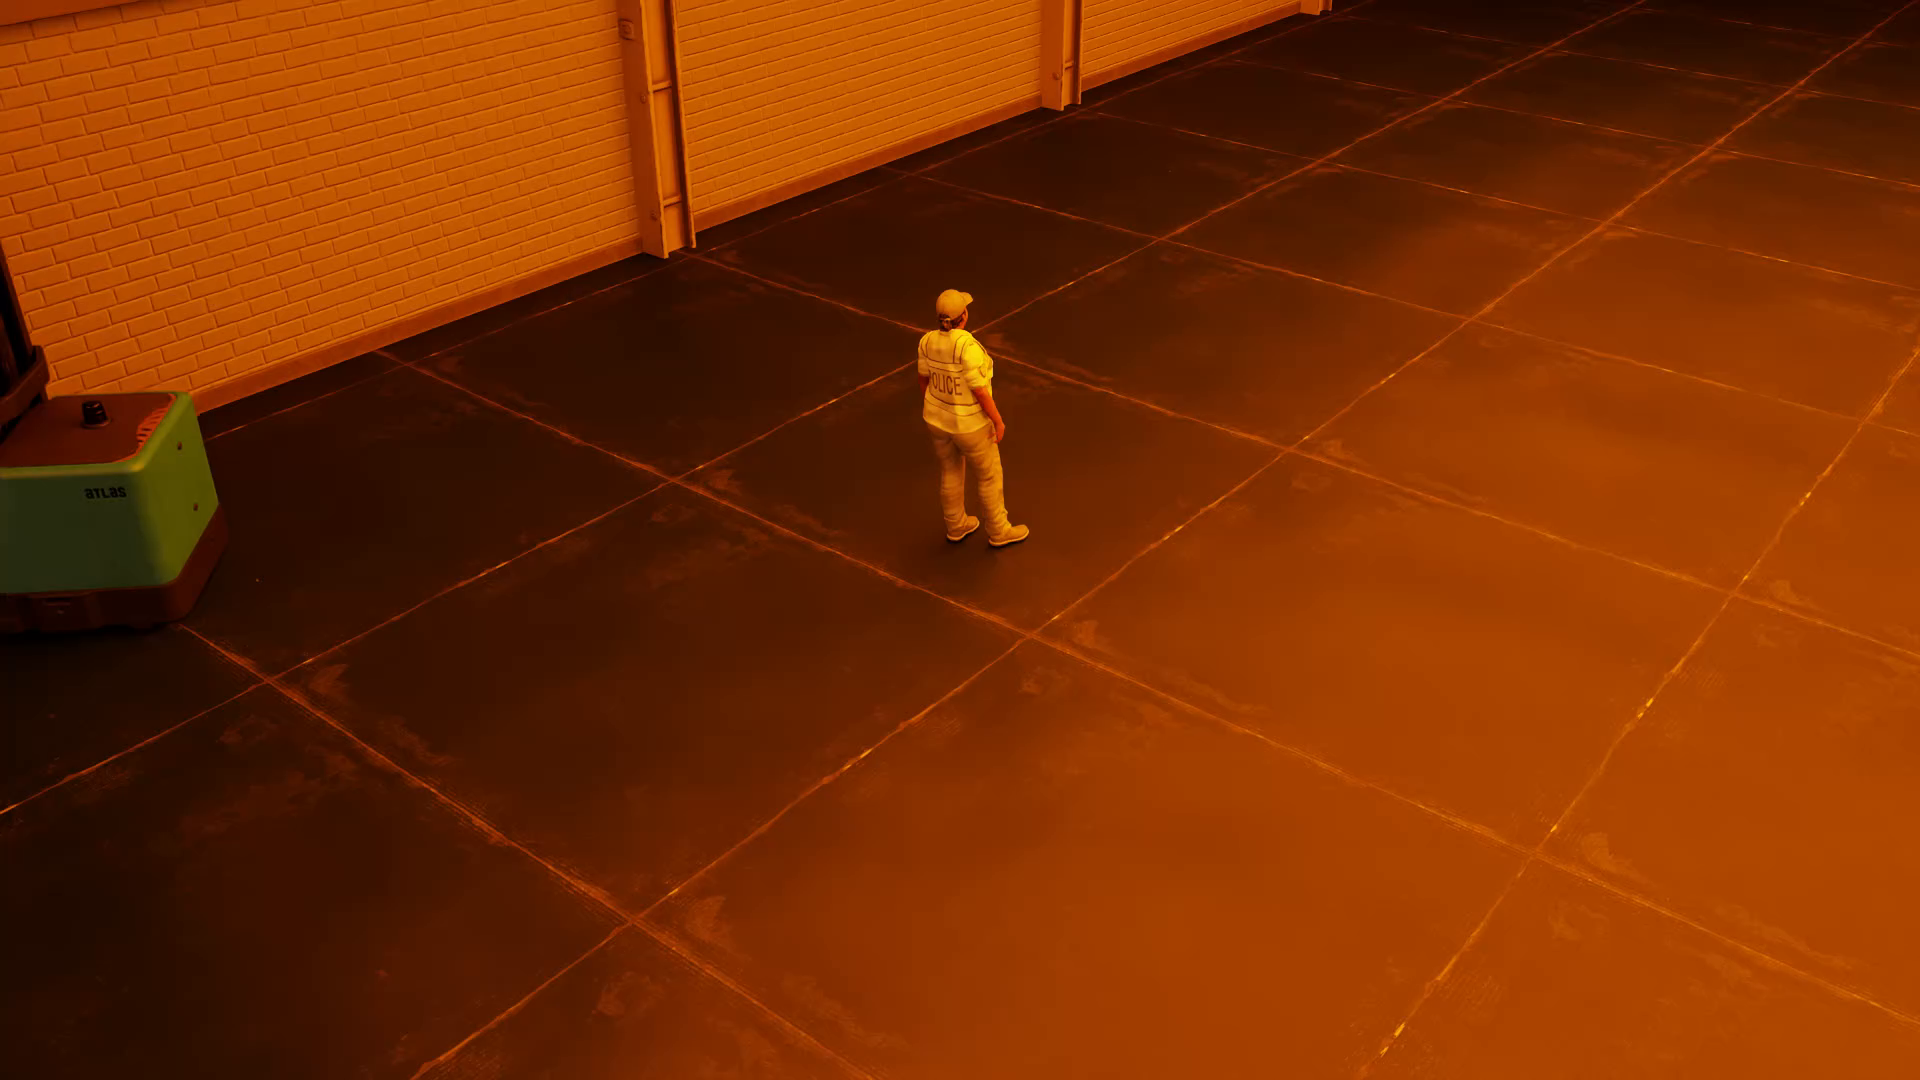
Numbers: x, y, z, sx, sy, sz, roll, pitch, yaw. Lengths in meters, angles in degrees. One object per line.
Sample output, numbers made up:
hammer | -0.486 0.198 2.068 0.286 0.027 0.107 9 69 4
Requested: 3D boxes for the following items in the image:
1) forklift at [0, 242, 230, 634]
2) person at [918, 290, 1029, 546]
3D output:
forklift | -6.017 -0.919 9.168 3.031 2.935 1.130 -3 30 -5
person | 0.066 -0.749 10.114 0.598 1.670 0.529 22 37 33
